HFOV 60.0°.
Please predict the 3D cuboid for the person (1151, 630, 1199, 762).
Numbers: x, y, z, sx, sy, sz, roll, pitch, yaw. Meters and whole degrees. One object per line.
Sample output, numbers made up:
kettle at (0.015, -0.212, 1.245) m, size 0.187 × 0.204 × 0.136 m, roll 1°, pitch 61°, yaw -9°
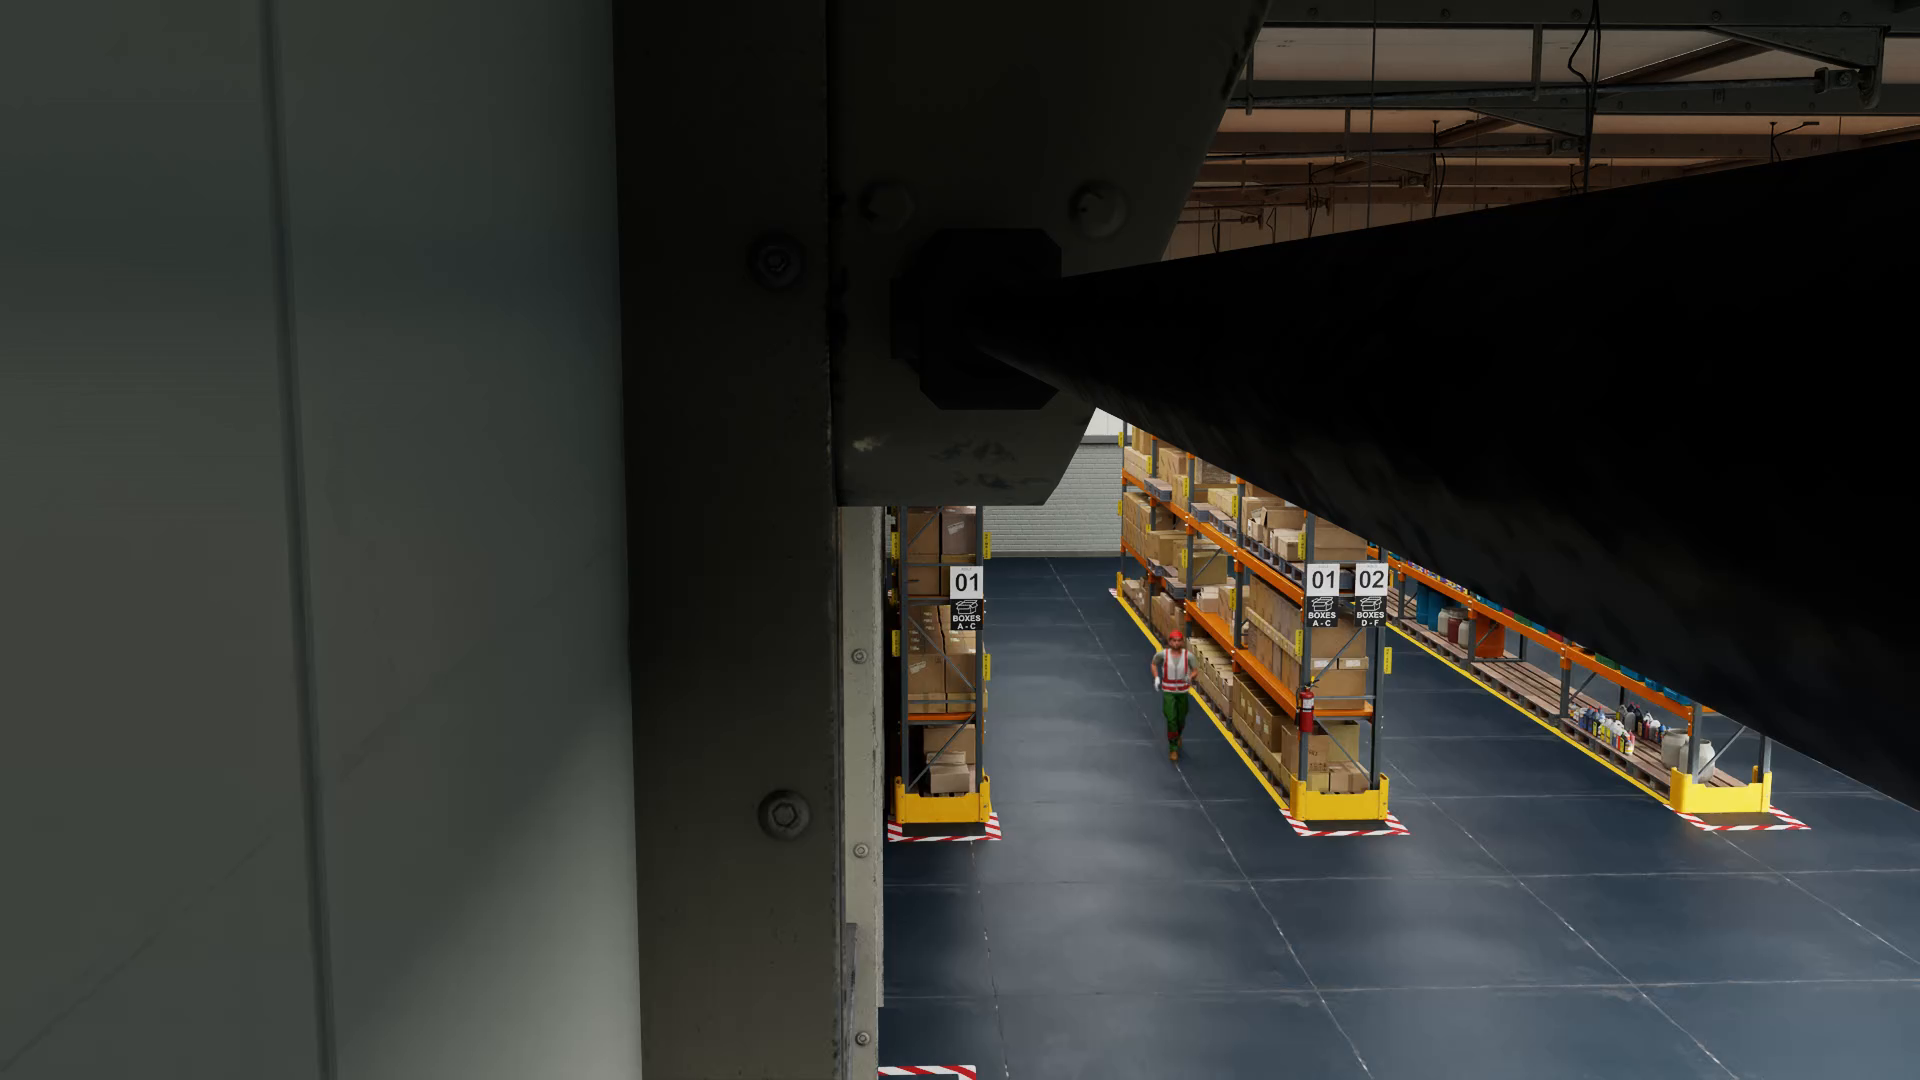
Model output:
person at (3.034, 2.151, 23.459) m, size 0.651 × 1.795 × 0.862 m, roll 0°, pitch 8°, yaw 1°
